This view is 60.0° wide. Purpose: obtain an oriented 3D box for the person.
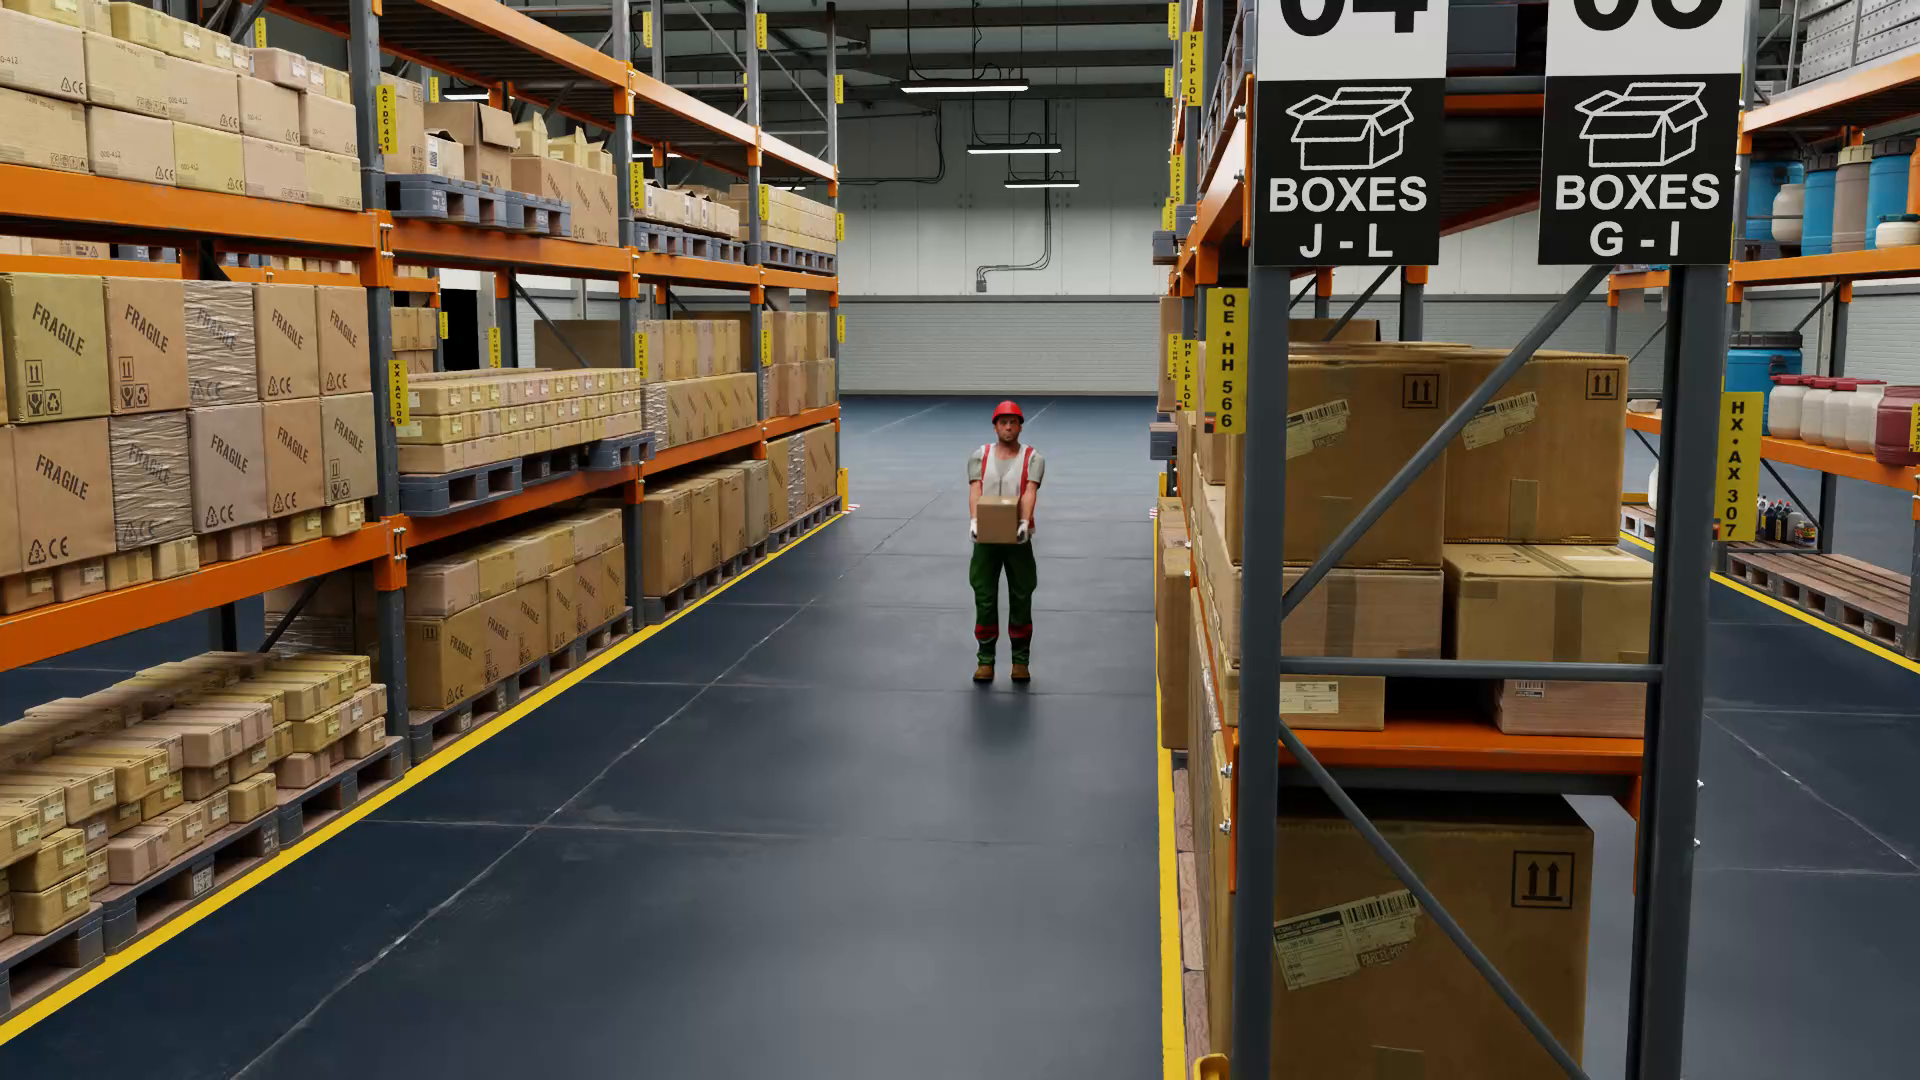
[{"bbox_3d":[0.280,0.014,10.614,0.494,1.782,0.570,1,8,7],"label":"person"}]
